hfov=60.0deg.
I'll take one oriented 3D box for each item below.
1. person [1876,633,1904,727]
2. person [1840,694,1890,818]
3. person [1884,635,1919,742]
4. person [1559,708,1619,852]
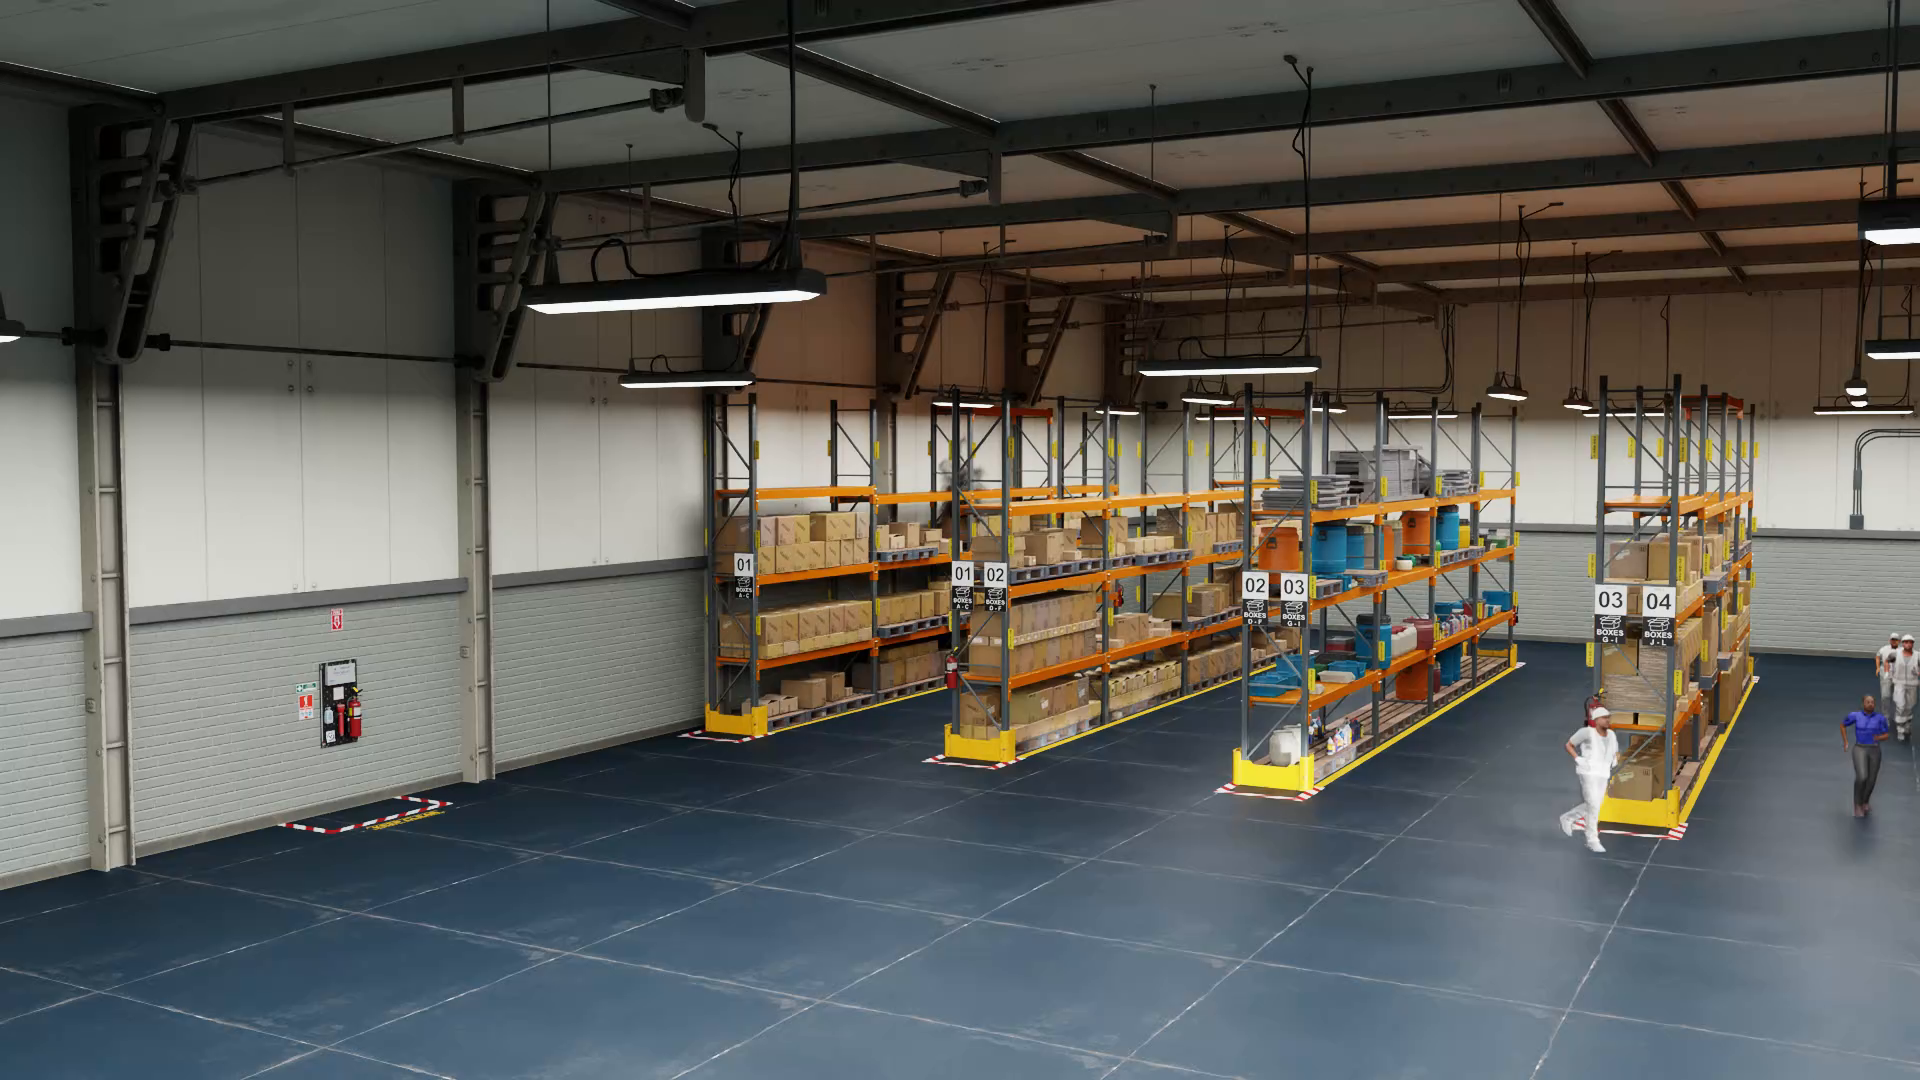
[{"bbox_3d":[16.928,2.530,30.160,0.594,1.696,0.845,2,4,30],"label":"person"},{"bbox_3d":[12.387,2.954,22.736,0.543,1.701,0.725,1,3,13],"label":"person"},{"bbox_3d":[16.348,2.528,28.735,0.677,1.798,0.901,1,3,24],"label":"person"},{"bbox_3d":[8.055,3.001,21.135,0.715,1.765,0.877,-1,3,-19],"label":"person"}]
